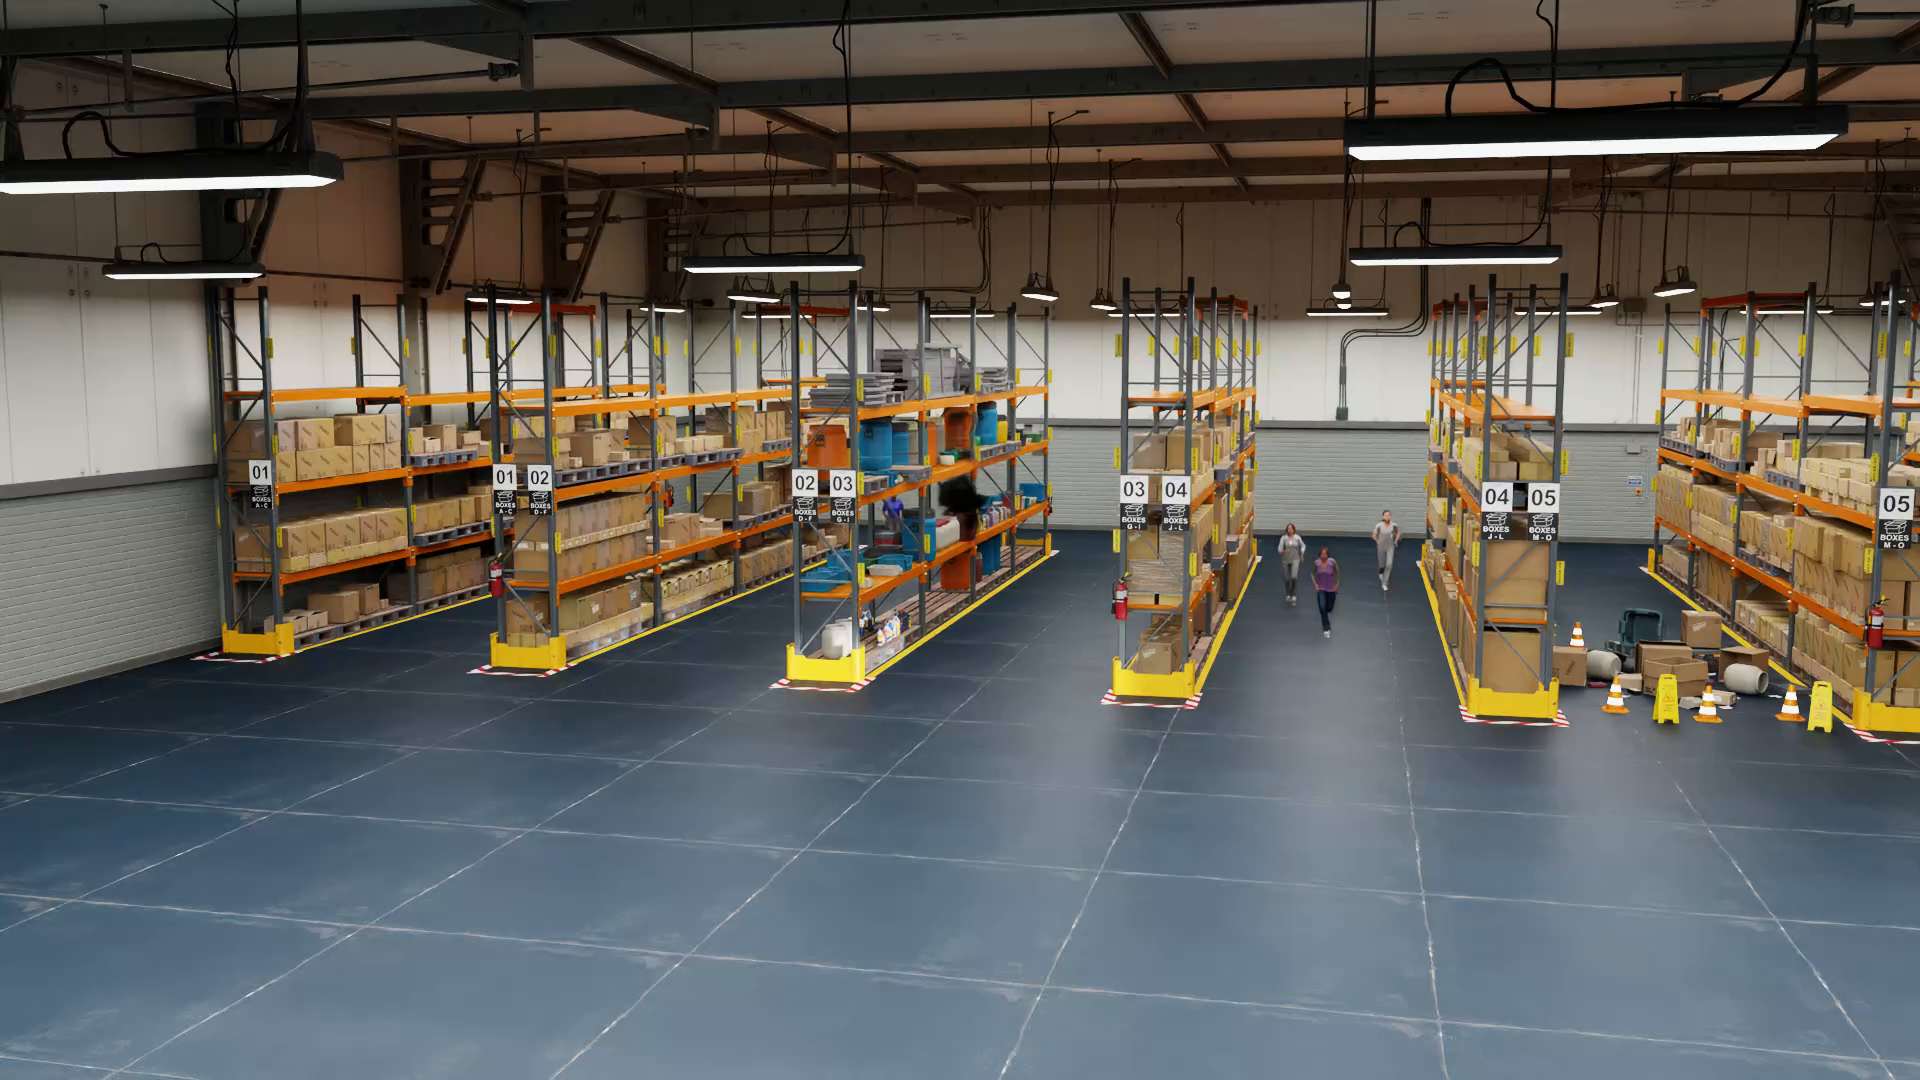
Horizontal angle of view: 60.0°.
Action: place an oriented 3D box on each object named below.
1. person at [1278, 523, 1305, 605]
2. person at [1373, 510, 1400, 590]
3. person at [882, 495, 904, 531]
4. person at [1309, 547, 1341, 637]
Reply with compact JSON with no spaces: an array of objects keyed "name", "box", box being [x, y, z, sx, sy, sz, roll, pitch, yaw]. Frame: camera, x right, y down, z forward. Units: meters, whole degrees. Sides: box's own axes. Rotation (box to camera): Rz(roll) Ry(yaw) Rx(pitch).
[{"name":"person","box":[6.481,0.470,32.575,0.509,1.604,0.667,2,7,17]},{"name":"person","box":[8.949,0.202,34.930,0.576,1.662,0.796,1,7,9]},{"name":"person","box":[-1.609,-0.401,40.117,0.563,1.623,0.572,-1,7,-5]},{"name":"person","box":[6.431,0.891,29.300,0.549,1.579,0.799,1,7,11]}]
